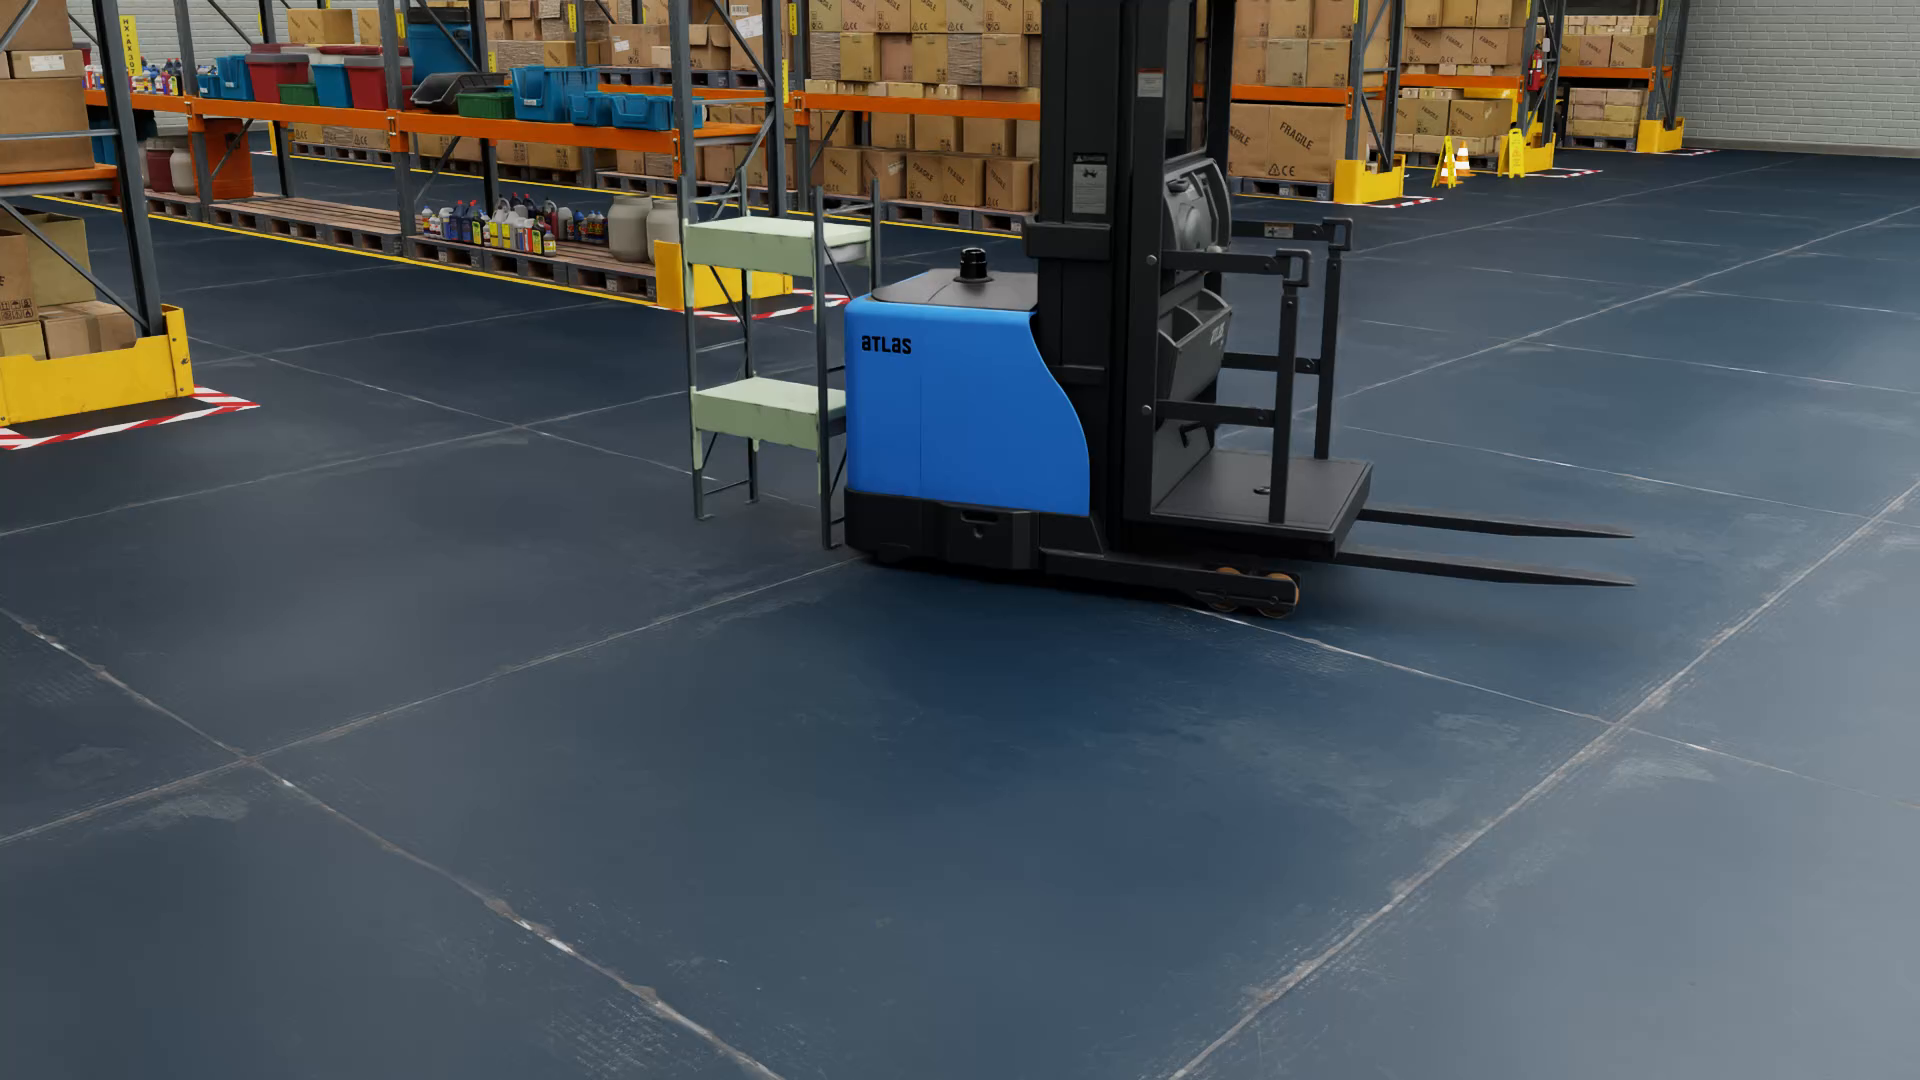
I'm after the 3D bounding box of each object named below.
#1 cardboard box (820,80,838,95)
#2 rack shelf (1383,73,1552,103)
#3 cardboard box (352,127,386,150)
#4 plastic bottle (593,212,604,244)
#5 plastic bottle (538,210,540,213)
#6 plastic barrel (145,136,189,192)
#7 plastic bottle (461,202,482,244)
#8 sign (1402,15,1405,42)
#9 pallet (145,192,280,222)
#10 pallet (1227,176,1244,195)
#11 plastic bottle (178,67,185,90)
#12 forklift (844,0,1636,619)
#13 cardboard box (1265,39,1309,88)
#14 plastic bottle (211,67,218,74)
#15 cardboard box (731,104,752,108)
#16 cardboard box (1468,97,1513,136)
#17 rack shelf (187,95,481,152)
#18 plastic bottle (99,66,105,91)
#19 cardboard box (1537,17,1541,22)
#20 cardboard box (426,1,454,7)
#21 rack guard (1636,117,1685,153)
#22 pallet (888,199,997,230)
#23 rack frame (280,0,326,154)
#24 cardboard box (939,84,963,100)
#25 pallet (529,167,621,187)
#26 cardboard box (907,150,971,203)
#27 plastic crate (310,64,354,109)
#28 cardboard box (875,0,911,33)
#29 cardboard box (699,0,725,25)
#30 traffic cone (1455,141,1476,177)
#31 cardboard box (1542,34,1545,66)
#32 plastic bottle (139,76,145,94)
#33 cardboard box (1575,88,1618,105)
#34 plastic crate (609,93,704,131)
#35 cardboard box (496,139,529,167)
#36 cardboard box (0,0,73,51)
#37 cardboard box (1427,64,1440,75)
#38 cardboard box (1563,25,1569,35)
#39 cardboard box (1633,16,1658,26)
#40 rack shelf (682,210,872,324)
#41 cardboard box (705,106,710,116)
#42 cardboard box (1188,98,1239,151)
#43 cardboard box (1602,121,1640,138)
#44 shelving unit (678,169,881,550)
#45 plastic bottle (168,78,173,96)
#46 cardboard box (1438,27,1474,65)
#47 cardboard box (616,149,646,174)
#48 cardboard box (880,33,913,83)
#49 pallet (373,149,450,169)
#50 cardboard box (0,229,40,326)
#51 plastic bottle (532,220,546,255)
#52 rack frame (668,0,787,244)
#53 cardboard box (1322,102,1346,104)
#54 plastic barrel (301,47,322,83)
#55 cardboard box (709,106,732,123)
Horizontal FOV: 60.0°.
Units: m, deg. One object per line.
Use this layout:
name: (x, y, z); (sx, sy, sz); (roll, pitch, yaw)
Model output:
cardboard box: (-1.313, -4.962, 18.203); (0.250, 0.149, 0.380); (15, 23, 39)
rack shelf: (6.621, -6.744, 24.591); (4.000, 0.370, 1.077); (15, 23, 39)
cardboard box: (-8.550, -6.371, 25.046); (0.875, 0.875, 0.875); (15, 23, 39)
plastic bottle: (-3.154, -2.735, 14.554); (0.097, 0.271, 0.097); (0, 18, 0)
plastic bottle: (-3.774, -2.914, 15.100); (0.061, 0.283, 0.133); (-17, 24, -42)
plastic barrel: (-8.954, -4.300, 18.996); (0.708, 0.588, 0.600); (15, 23, 39)
plastic bottle: (-4.271, -2.779, 14.560); (0.185, 0.351, 0.144); (14, 22, 37)
sign: (5.280, -6.119, 19.873); (0.005, 0.325, 0.100); (15, 23, 39)
pallet: (-8.349, -3.748, 18.574); (1.213, 0.211, 1.003); (15, 23, 39)
pallet: (3.349, -4.603, 21.268); (1.213, 0.211, 1.003); (15, 23, 39)
plastic bottle: (-8.878, -5.308, 19.083); (0.135, 0.276, 0.152); (15, 23, 39)
forklift: (1.097, -1.286, 6.320); (3.031, 2.935, 1.130); (7, 19, 20)
cardboard box: (4.174, -5.786, 20.136); (0.550, 0.550, 0.875); (15, 23, 39)
plastic bottle: (-8.296, -5.136, 18.549); (0.097, 0.271, 0.097); (0, 18, 0)
cardboard box: (-3.291, -7.006, 26.426); (0.500, 0.250, 0.500); (16, 24, 41)
cardboard box: (7.679, -6.161, 24.178); (0.500, 0.500, 0.500); (14, 22, 37)
rack shelf: (-6.236, -4.184, 16.526); (4.000, 0.370, 1.077); (15, 23, 39)
plastic bottle: (-9.696, -5.229, 18.843); (0.097, 0.271, 0.097); (0, 18, 0)
cardboard box: (9.673, -8.693, 27.814); (0.250, 0.149, 0.380); (15, 23, 39)
cardboard box: (-6.953, -7.252, 23.179); (0.637, 0.503, 0.797); (14, 23, 38)
rack guard: (11.427, -6.612, 27.121); (0.348, 0.500, 1.175); (15, 23, 39)
pallet: (-0.010, -3.545, 17.933); (1.213, 0.211, 1.003); (15, 23, 39)
rack frame: (-10.428, -7.655, 26.275); (0.127, 3.000, 1.000); (15, 23, 39)
cardboard box: (-0.002, -4.611, 17.098); (0.250, 0.149, 0.380); (15, 23, 39)
pallet: (-4.984, -4.895, 22.188); (1.213, 0.211, 1.003); (15, 23, 39)
cardboard box: (-0.230, -3.945, 18.022); (0.500, 0.500, 0.500); (13, 22, 34)
plastic crate: (-5.772, -4.269, 15.630); (0.575, 0.384, 0.392); (15, 23, 39)
cardboard box: (-0.536, -5.564, 17.374); (0.500, 0.500, 0.500); (15, 23, 39)
cardboard box: (-4.244, -8.766, 27.464); (0.500, 0.500, 0.500); (16, 23, 41)
traffic cone: (6.939, -5.270, 22.953); (0.334, 0.463, 0.336); (15, 23, 39)
cardboard box: (9.718, -8.203, 27.836); (0.500, 0.500, 0.500); (15, 23, 40)
plastic bottle: (-8.928, -4.990, 18.204); (0.097, 0.201, 0.097); (0, 18, 0)
cardboard box: (10.472, -7.298, 27.347); (0.500, 0.250, 0.500); (16, 23, 40)
plastic crate: (-2.321, -3.284, 12.747); (0.616, 0.251, 0.499); (15, 23, 39)
cardboard box: (-5.608, -5.561, 22.492); (0.875, 0.875, 1.225); (15, 23, 39)
cardboard box: (-5.419, -2.976, 9.219); (0.500, 0.500, 0.700); (15, 23, 39)
cardboard box: (6.944, -6.802, 24.001); (0.250, 0.149, 0.380); (15, 23, 40)
cardboard box: (9.988, -8.424, 27.459); (0.250, 0.149, 0.380); (15, 23, 40)
cardboard box: (11.001, -8.332, 26.676); (0.250, 0.149, 0.380); (15, 23, 39)
rack shelf: (-0.755, -1.158, 6.992); (0.720, 0.370, 0.431); (12, 21, 33)
cardboard box: (-4.188, -7.195, 27.860); (0.250, 0.149, 0.380); (16, 24, 41)
cardboard box: (3.016, -5.213, 21.397); (0.875, 0.875, 0.875); (15, 23, 40)
cardboard box: (10.848, -6.721, 27.182); (0.500, 0.250, 0.500); (15, 23, 40)
shelving unit: (-0.755, -0.786, 7.110); (0.755, 1.500, 0.431); (12, 21, 33)
plastic bottle: (-8.392, -4.846, 17.750); (0.097, 0.201, 0.097); (0, 18, 0)
cardboard box: (7.157, -7.023, 23.624); (0.500, 0.500, 0.500); (15, 23, 39)
cardboard box: (-3.930, -4.937, 21.116); (0.500, 0.500, 0.700); (14, 22, 36)
cardboard box: (-0.365, -5.145, 17.708); (0.500, 0.500, 0.875); (15, 23, 39)
pallet: (-7.953, -5.694, 24.703); (1.213, 0.211, 1.003); (15, 23, 39)
cardboard box: (-5.637, -1.490, 9.459); (0.500, 0.500, 0.500); (15, 23, 39)
plastic bottle: (-3.512, -2.526, 13.876); (0.133, 0.283, 0.061); (16, 23, 41)
rack frame: (-1.748, -3.322, 12.621); (0.127, 3.000, 1.000); (15, 23, 39)
cardboard box: (5.796, -6.451, 25.091); (0.500, 0.500, 0.500); (16, 24, 41)
plastic barrel: (-6.505, -4.739, 16.901); (0.421, 0.512, 0.421); (0, 18, 0)
cardboard box: (-3.691, -6.755, 26.874); (0.500, 0.500, 0.500); (16, 24, 41)
